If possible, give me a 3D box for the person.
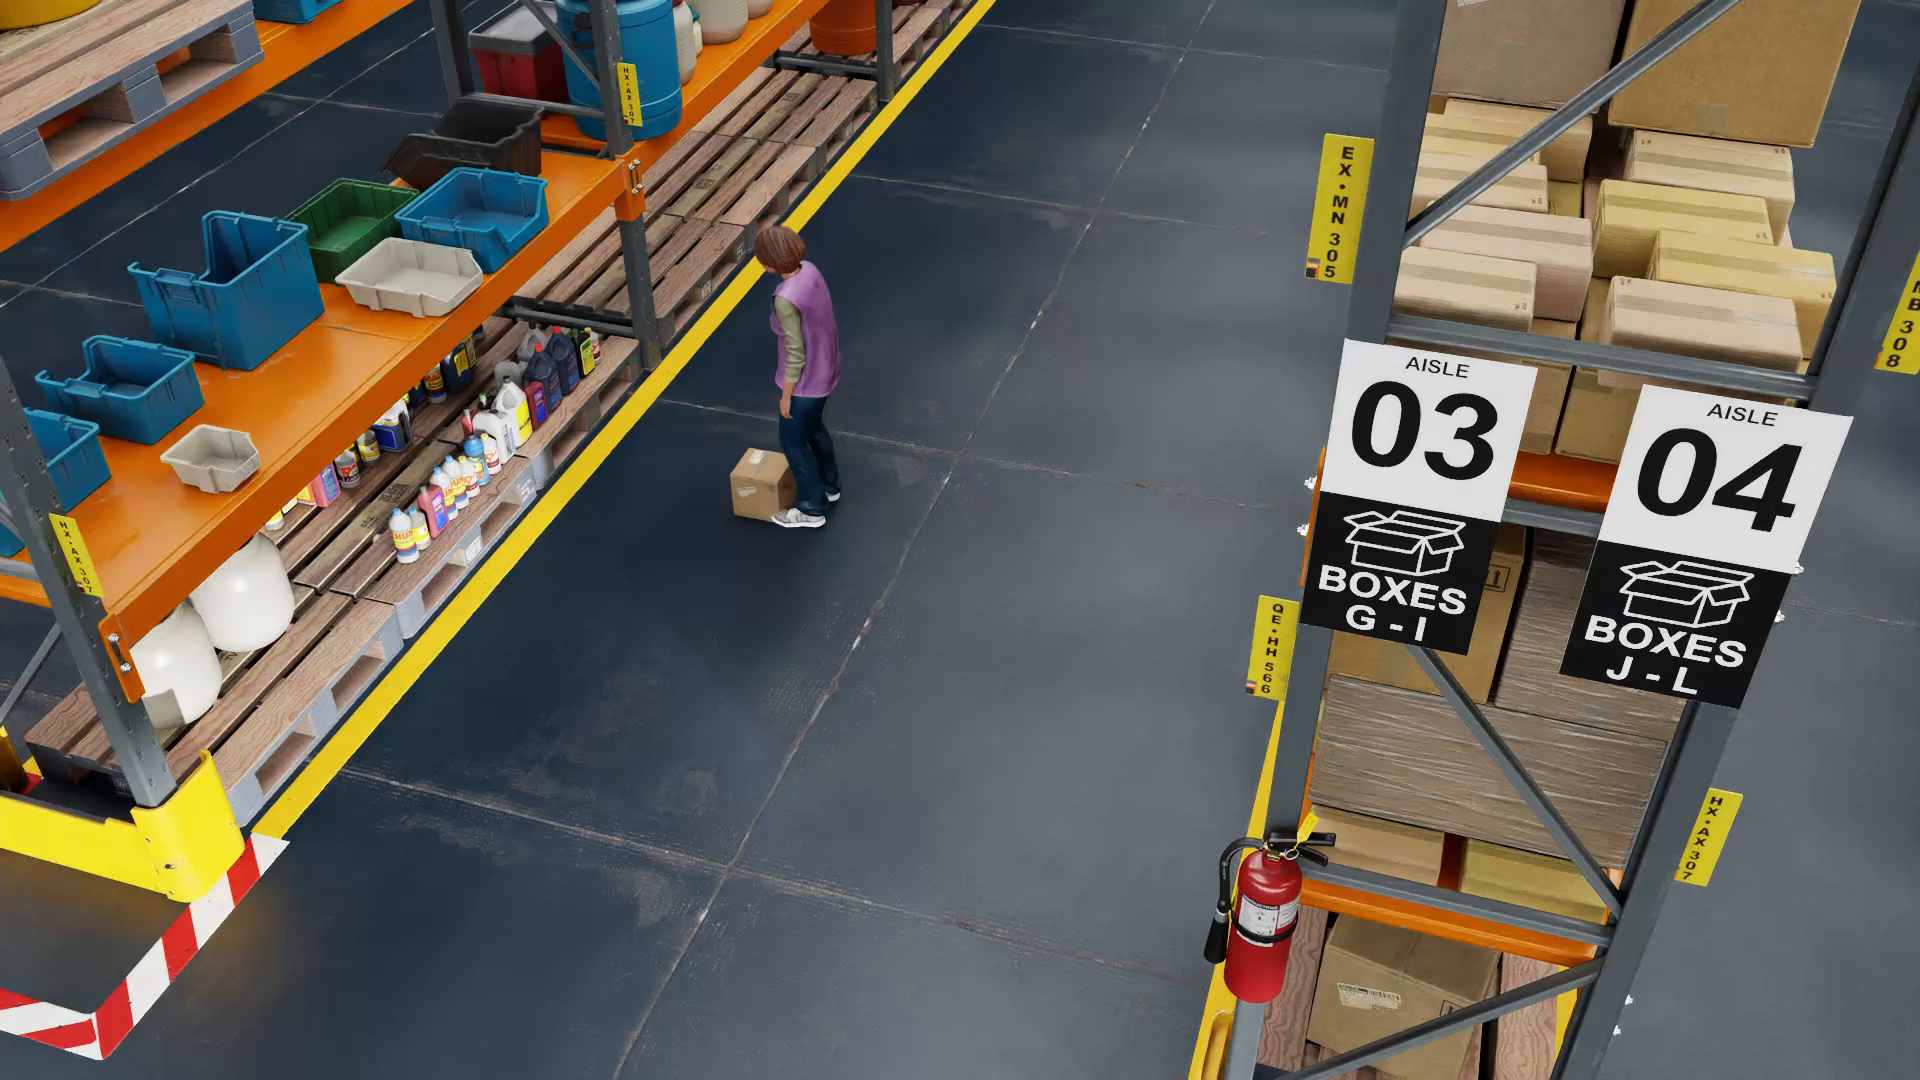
[{"bbox_3d":[-0.753,-0.765,7.903,0.329,1.580,0.474,9,38,11],"label":"person"}]
